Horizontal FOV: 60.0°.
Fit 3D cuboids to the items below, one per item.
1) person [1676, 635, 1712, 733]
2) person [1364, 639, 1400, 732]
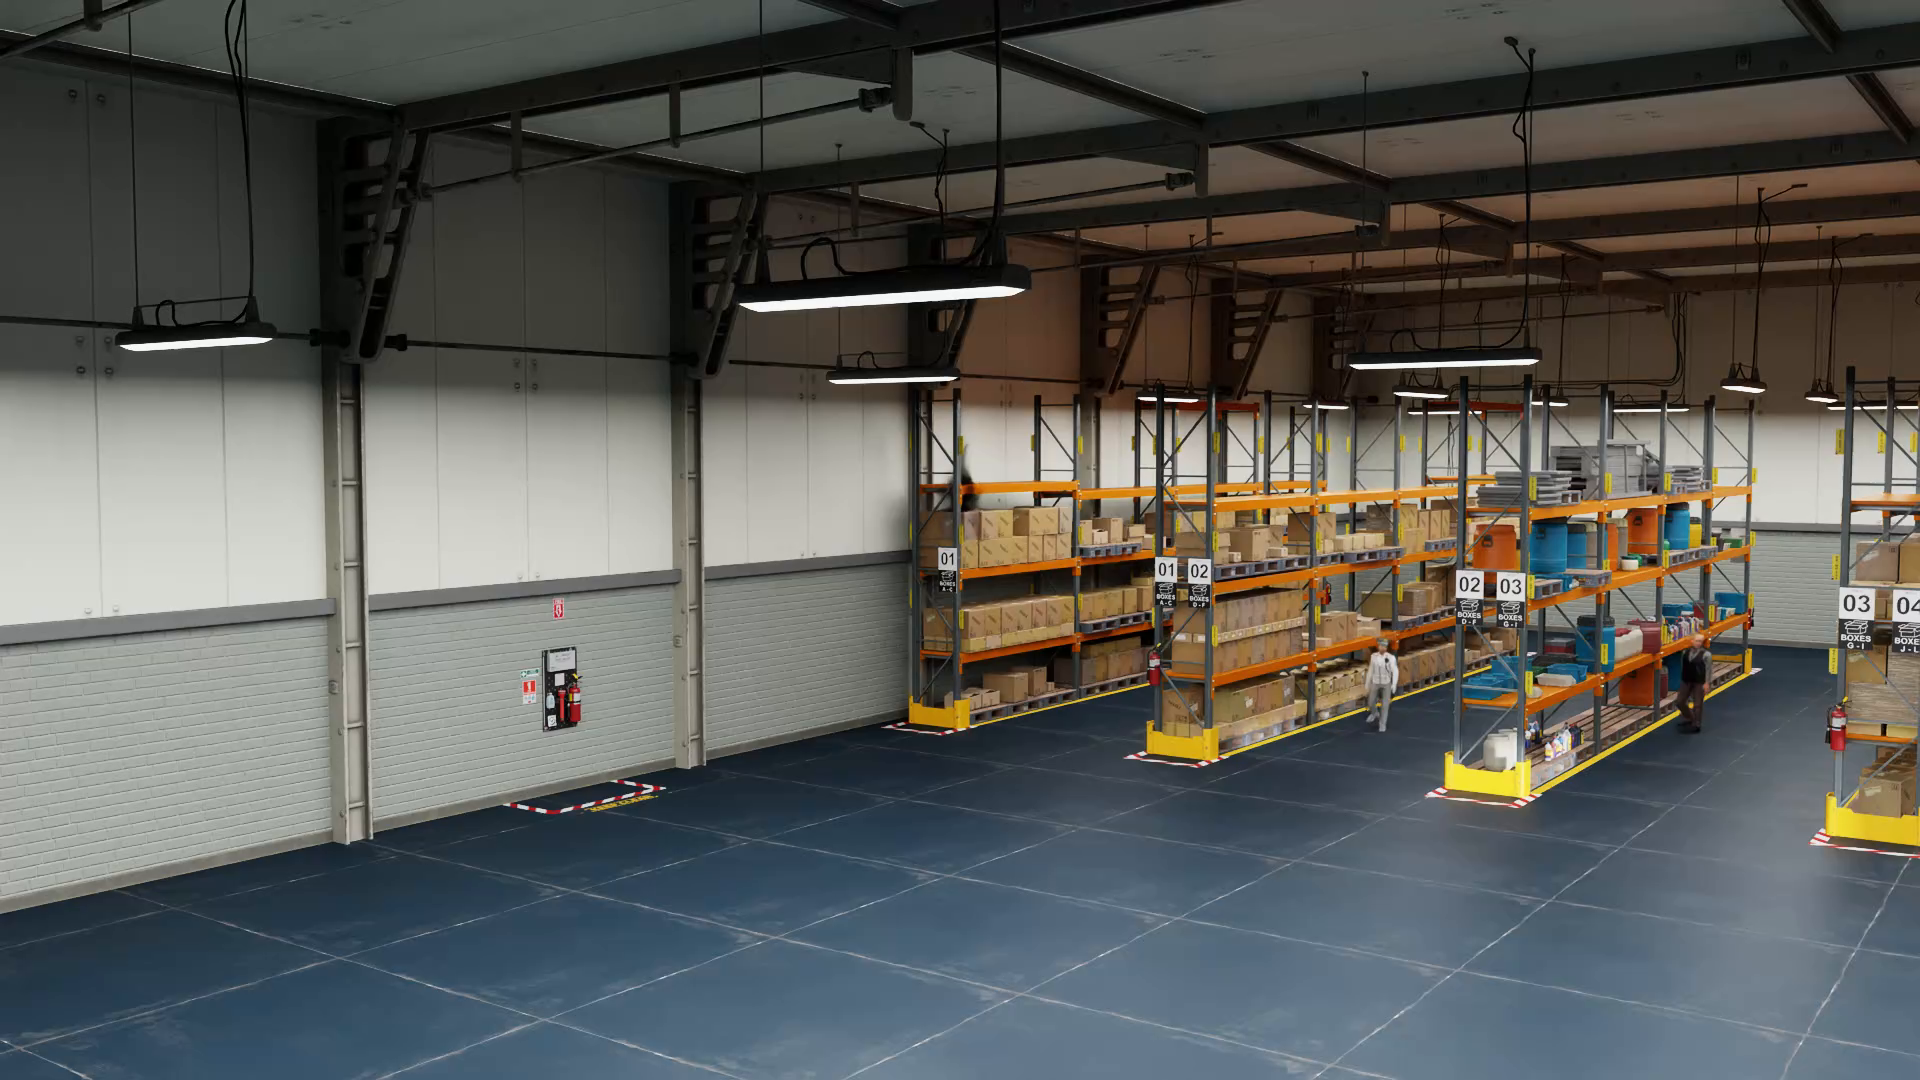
[{"bbox_3d":[12.745,2.487,28.862,0.427,1.710,0.612,-3,4,-43],"label":"person"},{"bbox_3d":[7.367,2.528,29.057,0.651,1.639,0.676,2,4,27],"label":"person"}]
